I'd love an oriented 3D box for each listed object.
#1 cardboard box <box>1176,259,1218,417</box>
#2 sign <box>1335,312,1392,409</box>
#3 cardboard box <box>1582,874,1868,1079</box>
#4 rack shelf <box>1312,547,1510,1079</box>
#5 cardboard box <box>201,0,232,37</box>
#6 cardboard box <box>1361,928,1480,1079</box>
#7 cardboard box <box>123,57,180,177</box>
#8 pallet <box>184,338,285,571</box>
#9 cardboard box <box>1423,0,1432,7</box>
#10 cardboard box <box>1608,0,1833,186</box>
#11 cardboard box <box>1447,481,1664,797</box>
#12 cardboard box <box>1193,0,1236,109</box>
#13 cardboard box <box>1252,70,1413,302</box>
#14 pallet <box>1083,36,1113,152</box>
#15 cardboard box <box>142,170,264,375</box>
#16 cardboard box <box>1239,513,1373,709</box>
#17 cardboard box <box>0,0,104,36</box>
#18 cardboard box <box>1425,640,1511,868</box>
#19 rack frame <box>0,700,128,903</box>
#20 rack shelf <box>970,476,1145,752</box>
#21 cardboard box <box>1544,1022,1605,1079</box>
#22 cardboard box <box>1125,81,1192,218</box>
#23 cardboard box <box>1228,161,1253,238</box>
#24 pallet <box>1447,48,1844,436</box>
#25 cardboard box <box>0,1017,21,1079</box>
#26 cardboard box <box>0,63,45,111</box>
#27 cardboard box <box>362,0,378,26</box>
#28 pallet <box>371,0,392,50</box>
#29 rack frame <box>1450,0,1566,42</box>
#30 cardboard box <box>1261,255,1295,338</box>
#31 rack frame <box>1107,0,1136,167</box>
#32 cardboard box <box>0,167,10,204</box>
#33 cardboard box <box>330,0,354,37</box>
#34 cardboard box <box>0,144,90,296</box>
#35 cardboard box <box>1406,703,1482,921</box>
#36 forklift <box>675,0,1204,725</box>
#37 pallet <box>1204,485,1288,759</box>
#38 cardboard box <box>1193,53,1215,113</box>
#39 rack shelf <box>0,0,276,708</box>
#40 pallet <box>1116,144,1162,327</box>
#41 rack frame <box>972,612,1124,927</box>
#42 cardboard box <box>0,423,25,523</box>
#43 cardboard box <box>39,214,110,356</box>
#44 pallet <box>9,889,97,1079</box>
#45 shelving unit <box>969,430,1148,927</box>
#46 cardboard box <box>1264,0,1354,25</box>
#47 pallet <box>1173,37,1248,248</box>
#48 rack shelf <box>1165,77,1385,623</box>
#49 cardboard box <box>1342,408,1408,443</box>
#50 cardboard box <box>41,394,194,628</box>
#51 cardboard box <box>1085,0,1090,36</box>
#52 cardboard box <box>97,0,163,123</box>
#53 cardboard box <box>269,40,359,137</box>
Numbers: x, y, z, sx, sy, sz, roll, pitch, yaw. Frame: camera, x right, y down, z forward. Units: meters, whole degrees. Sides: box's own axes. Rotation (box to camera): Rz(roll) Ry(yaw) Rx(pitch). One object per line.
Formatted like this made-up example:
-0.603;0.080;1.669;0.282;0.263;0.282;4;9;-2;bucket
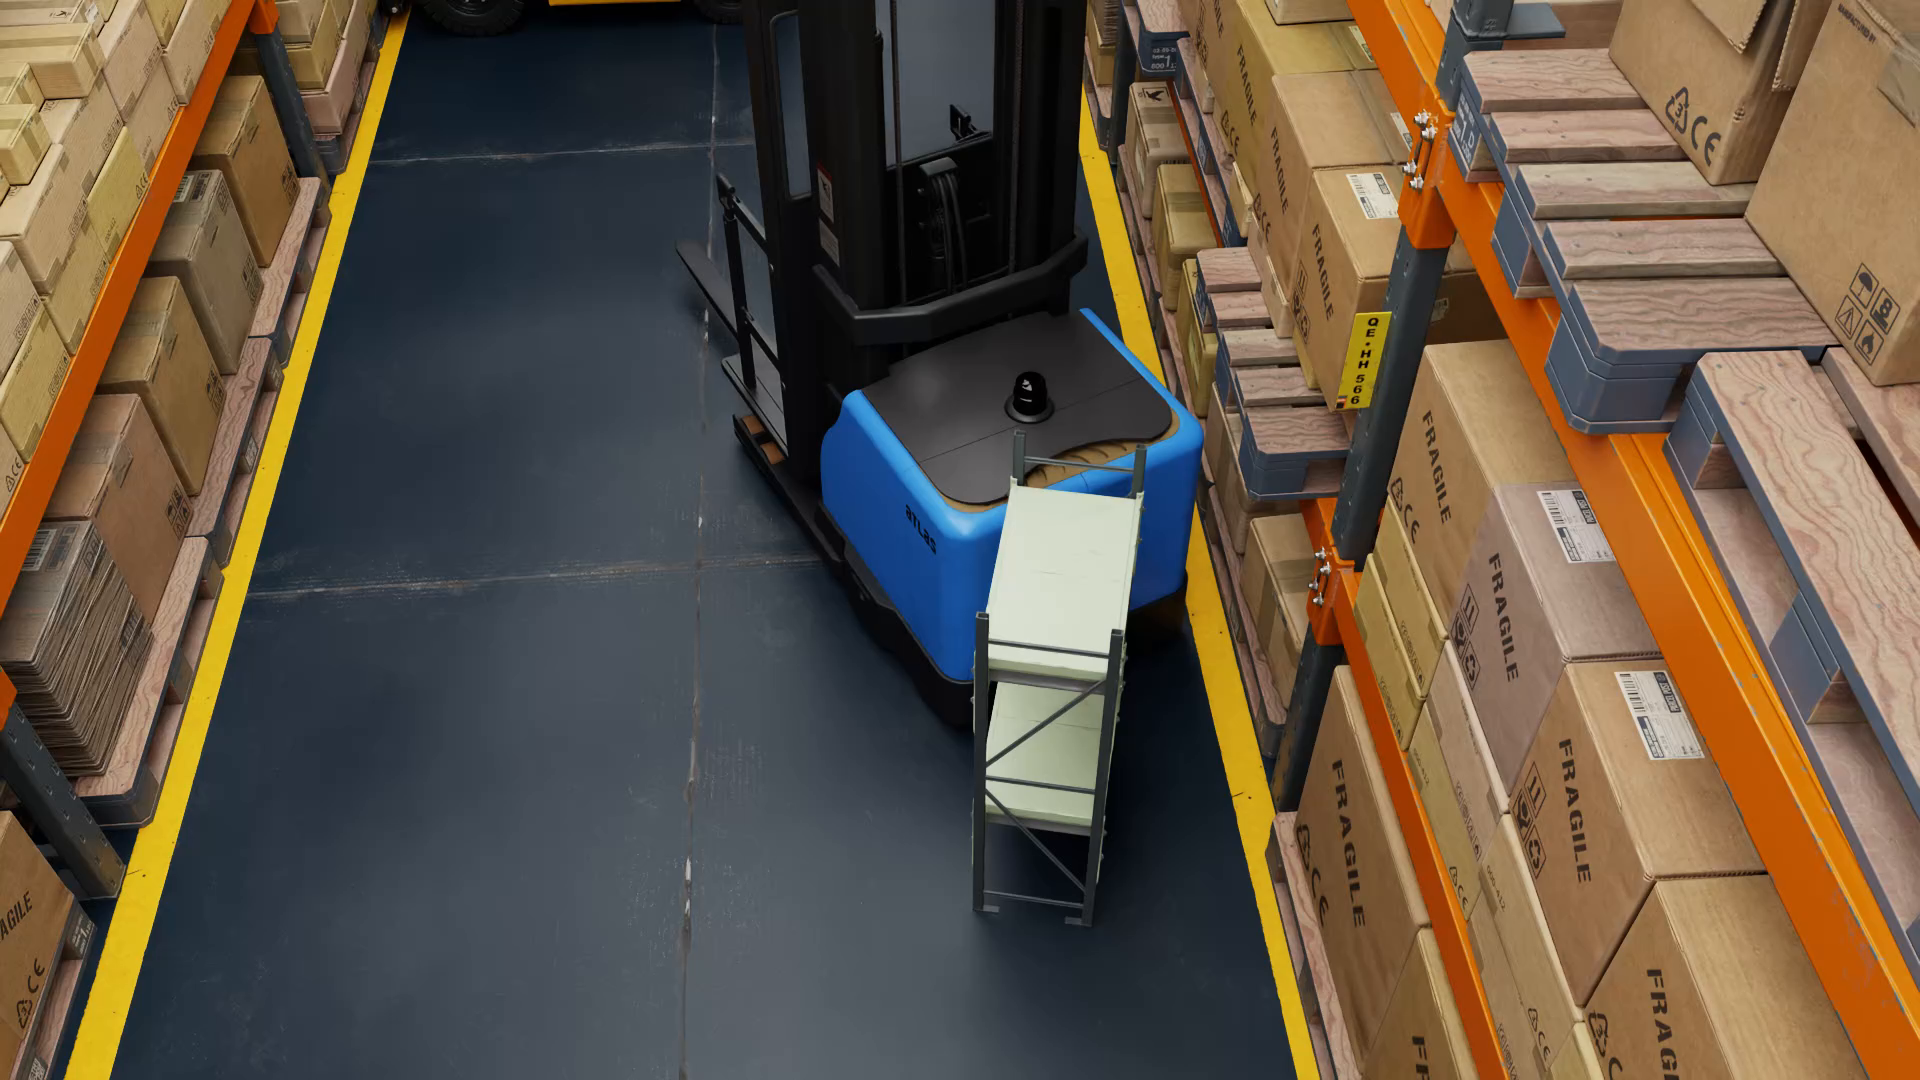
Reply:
1.441;-0.872;7.030;0.950;0.372;0.625;-2;47;-2;cardboard box
1.066;-0.470;4.387;0.100;0.325;0.005;-3;47;-3;sign
1.521;0.953;3.024;0.500;0.500;0.500;-3;47;-3;cardboard box
1.773;1.555;3.707;1.077;0.370;4.000;-3;47;-3;rack shelf
-3.372;-2.329;6.993;0.500;0.250;0.500;-3;47;-2;cardboard box
1.651;1.597;4.345;0.875;0.875;0.875;-3;47;-3;cardboard box
-3.314;-1.604;6.306;0.500;0.250;0.500;-3;47;-3;cardboard box
-3.469;-0.355;6.940;1.003;0.211;1.213;-3;47;-3;pallet
1.341;-1.479;4.192;0.380;0.149;0.250;-3;47;-3;cardboard box
1.788;-1.087;3.287;0.797;0.503;0.637;-6;47;-6;cardboard box
1.454;0.213;3.725;0.500;0.500;0.500;-3;47;-3;cardboard box
1.148;-1.866;5.888;0.500;0.500;0.500;-5;47;-5;cardboard box
1.236;-1.106;5.168;0.500;0.500;0.500;-4;47;-4;cardboard box
1.179;-2.558;9.027;1.003;0.211;1.213;-3;47;-3;pallet
-3.563;-1.118;7.089;0.875;0.625;0.625;-4;47;-4;cardboard box
1.568;0.211;6.005;0.950;0.372;0.625;-6;47;-6;cardboard box
-3.289;-1.830;5.901;0.380;0.149;0.250;-3;47;-3;cardboard box
1.444;0.496;3.973;0.500;0.250;0.500;-2;47;-2;cardboard box
-3.340;0.165;4.528;1.000;3.000;0.127;-3;47;-3;rack frame
0.301;0.210;4.980;0.431;0.370;0.720;7;47;6;rack shelf
1.503;1.225;3.283;0.500;0.250;0.500;-3;47;-3;cardboard box
1.317;-1.895;7.999;0.950;0.372;0.625;-3;47;-3;cardboard box
1.133;-1.170;5.676;0.380;0.149;0.250;-3;47;-3;cardboard box
1.712;-0.643;3.357;1.213;0.211;1.003;-2;47;-1;pallet
-3.059;1.536;4.662;0.500;0.500;0.500;-4;47;-4;cardboard box
-3.310;-1.456;5.548;0.380;0.149;0.250;-3;47;-3;cardboard box
-3.502;-3.035;9.163;0.500;0.250;0.500;-3;47;-3;cardboard box
-3.805;-3.233;9.666;1.003;0.211;1.213;-3;47;-3;pallet
1.606;-2.202;2.638;1.000;3.000;0.127;-3;47;-3;rack frame
1.183;-0.789;5.315;0.380;0.149;0.250;-4;47;-4;cardboard box
1.271;-3.033;7.557;1.000;3.000;0.127;-3;47;-3;rack frame
-3.230;-1.087;5.197;0.380;0.149;0.250;-3;47;-3;cardboard box
-3.452;-2.833;8.627;0.500;0.250;0.500;-4;47;-4;cardboard box
-3.201;-1.033;5.421;0.500;0.250;0.500;-5;47;-4;cardboard box
1.456;0.652;4.170;0.500;0.250;0.500;-5;47;-4;cardboard box
-0.304;-1.407;6.063;1.130;2.935;3.031;-22;50;-19;forklift
1.542;0.254;6.364;1.003;0.211;1.213;-3;47;-3;pallet
1.084;-1.727;6.204;0.380;0.149;0.250;-2;47;-2;cardboard box
-3.508;-1.034;6.159;1.077;0.370;4.000;-3;47;-3;rack shelf
1.337;-1.511;8.036;1.003;0.211;1.213;-3;47;-3;pallet
0.241;0.741;5.015;0.400;1.500;0.023;7;47;6;rack frame
-3.134;-0.119;4.900;0.500;0.250;0.500;-3;47;-3;cardboard box
-3.221;-0.856;5.598;0.500;0.250;0.500;-5;47;-5;cardboard box
-3.316;1.667;5.026;1.003;0.211;1.213;-3;47;-3;pallet
0.301;0.479;5.264;0.431;1.500;0.755;7;47;6;shelving unit
1.188;-1.810;5.388;0.380;0.149;0.250;-6;47;-5;cardboard box
1.399;-1.503;6.240;1.003;0.211;1.213;-3;47;-3;pallet
1.438;-1.339;6.448;1.077;0.370;4.000;-3;47;-3;rack shelf
1.344;-0.420;4.966;0.380;0.149;0.250;-2;47;-2;cardboard box
-3.441;-0.087;6.113;0.875;0.625;0.625;-2;47;-2;cardboard box
0.899;-3.028;9.157;0.500;0.250;0.500;-5;47;-4;cardboard box
-3.292;-1.767;6.117;0.500;0.250;0.500;-3;47;-3;cardboard box
-3.386;-2.298;8.465;0.500;0.250;0.500;-3;47;-3;cardboard box
